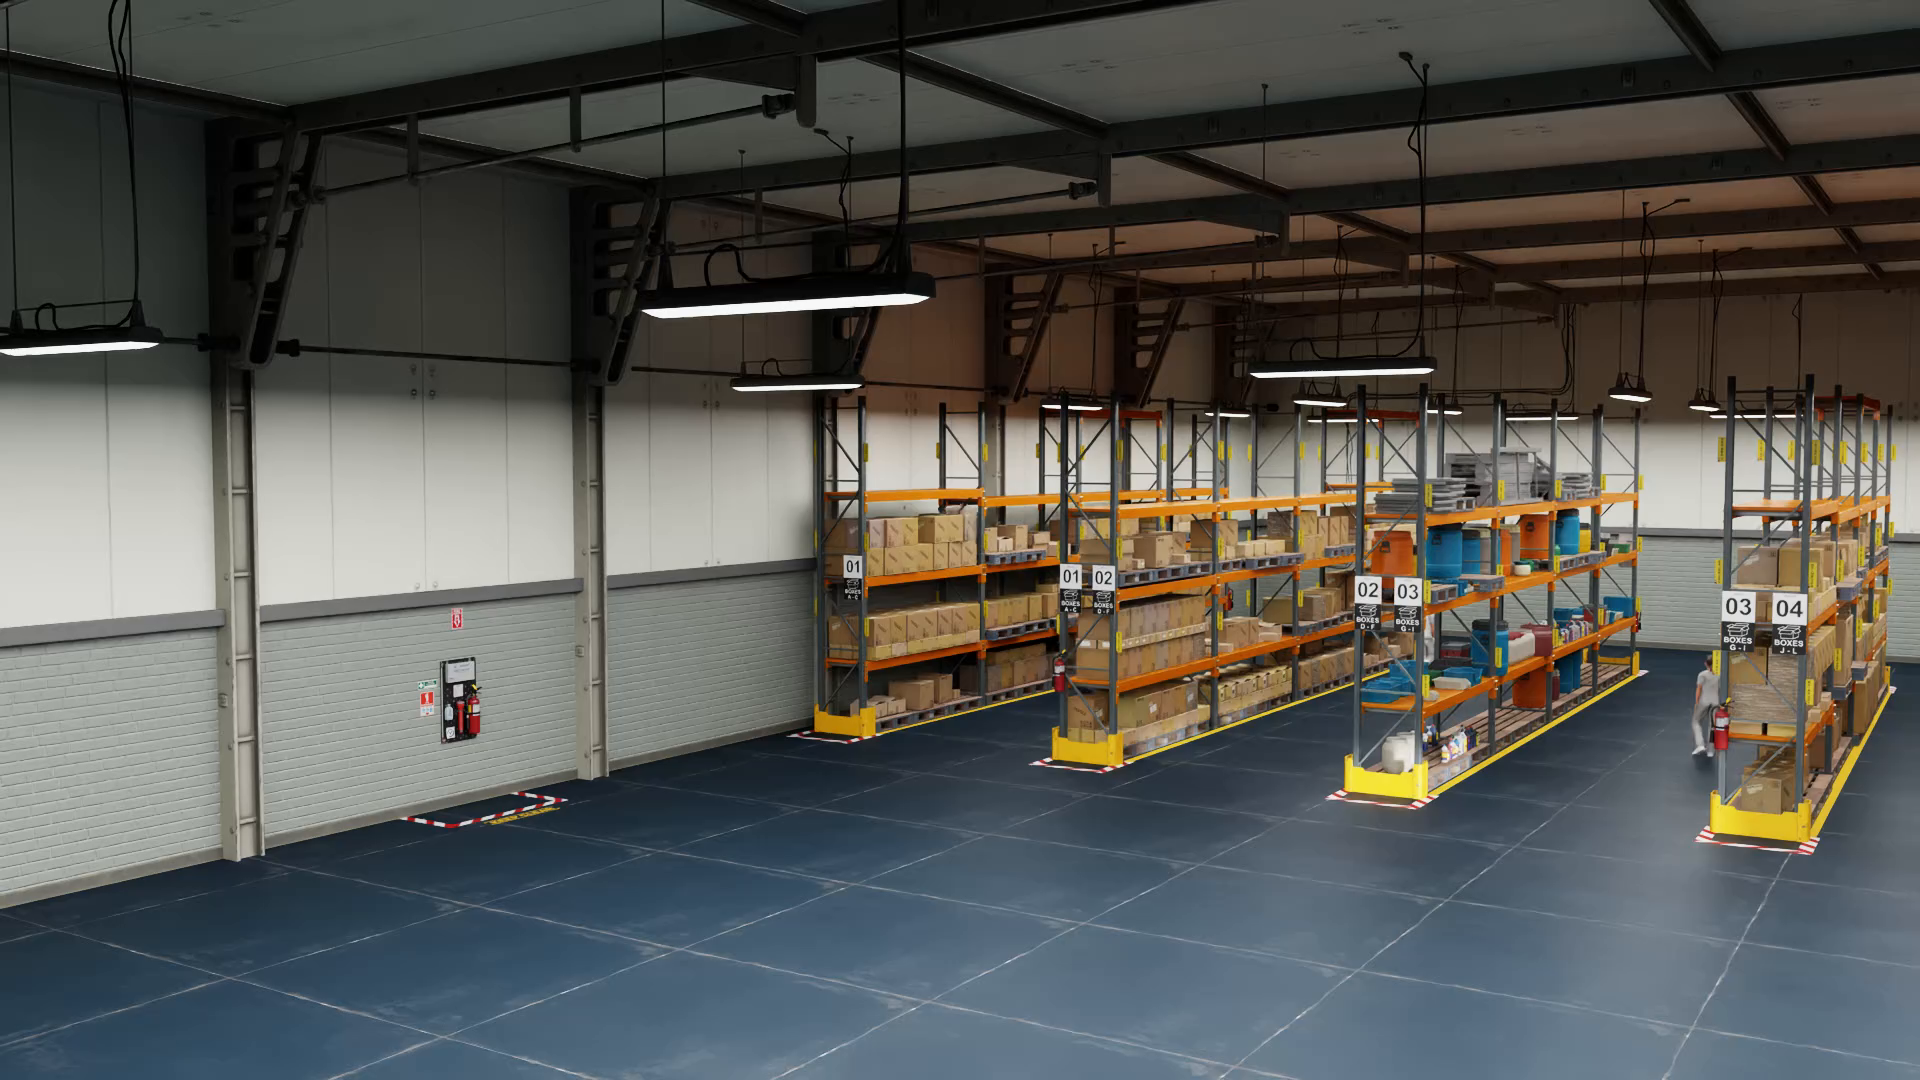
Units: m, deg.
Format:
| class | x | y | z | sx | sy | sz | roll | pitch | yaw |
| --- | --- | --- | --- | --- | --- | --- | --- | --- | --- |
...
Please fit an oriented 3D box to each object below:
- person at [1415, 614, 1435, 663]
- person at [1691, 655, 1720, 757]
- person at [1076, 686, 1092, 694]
| class | x | y | z | sx | sy | sz | roll | pitch | yaw |
| --- | --- | --- | --- | --- | --- | --- | --- | --- | --- |
| person | 10.269 | 2.192 | 36.651 | 0.455 | 1.814 | 0.619 | -2 | 3 | -28 |
| person | 12.343 | 2.737 | 27.412 | 0.487 | 1.691 | 0.396 | 0 | 3 | 7 |
| person | 2.562 | 2.336 | 34.405 | 0.520 | 1.718 | 0.576 | -1 | 3 | -17 |
